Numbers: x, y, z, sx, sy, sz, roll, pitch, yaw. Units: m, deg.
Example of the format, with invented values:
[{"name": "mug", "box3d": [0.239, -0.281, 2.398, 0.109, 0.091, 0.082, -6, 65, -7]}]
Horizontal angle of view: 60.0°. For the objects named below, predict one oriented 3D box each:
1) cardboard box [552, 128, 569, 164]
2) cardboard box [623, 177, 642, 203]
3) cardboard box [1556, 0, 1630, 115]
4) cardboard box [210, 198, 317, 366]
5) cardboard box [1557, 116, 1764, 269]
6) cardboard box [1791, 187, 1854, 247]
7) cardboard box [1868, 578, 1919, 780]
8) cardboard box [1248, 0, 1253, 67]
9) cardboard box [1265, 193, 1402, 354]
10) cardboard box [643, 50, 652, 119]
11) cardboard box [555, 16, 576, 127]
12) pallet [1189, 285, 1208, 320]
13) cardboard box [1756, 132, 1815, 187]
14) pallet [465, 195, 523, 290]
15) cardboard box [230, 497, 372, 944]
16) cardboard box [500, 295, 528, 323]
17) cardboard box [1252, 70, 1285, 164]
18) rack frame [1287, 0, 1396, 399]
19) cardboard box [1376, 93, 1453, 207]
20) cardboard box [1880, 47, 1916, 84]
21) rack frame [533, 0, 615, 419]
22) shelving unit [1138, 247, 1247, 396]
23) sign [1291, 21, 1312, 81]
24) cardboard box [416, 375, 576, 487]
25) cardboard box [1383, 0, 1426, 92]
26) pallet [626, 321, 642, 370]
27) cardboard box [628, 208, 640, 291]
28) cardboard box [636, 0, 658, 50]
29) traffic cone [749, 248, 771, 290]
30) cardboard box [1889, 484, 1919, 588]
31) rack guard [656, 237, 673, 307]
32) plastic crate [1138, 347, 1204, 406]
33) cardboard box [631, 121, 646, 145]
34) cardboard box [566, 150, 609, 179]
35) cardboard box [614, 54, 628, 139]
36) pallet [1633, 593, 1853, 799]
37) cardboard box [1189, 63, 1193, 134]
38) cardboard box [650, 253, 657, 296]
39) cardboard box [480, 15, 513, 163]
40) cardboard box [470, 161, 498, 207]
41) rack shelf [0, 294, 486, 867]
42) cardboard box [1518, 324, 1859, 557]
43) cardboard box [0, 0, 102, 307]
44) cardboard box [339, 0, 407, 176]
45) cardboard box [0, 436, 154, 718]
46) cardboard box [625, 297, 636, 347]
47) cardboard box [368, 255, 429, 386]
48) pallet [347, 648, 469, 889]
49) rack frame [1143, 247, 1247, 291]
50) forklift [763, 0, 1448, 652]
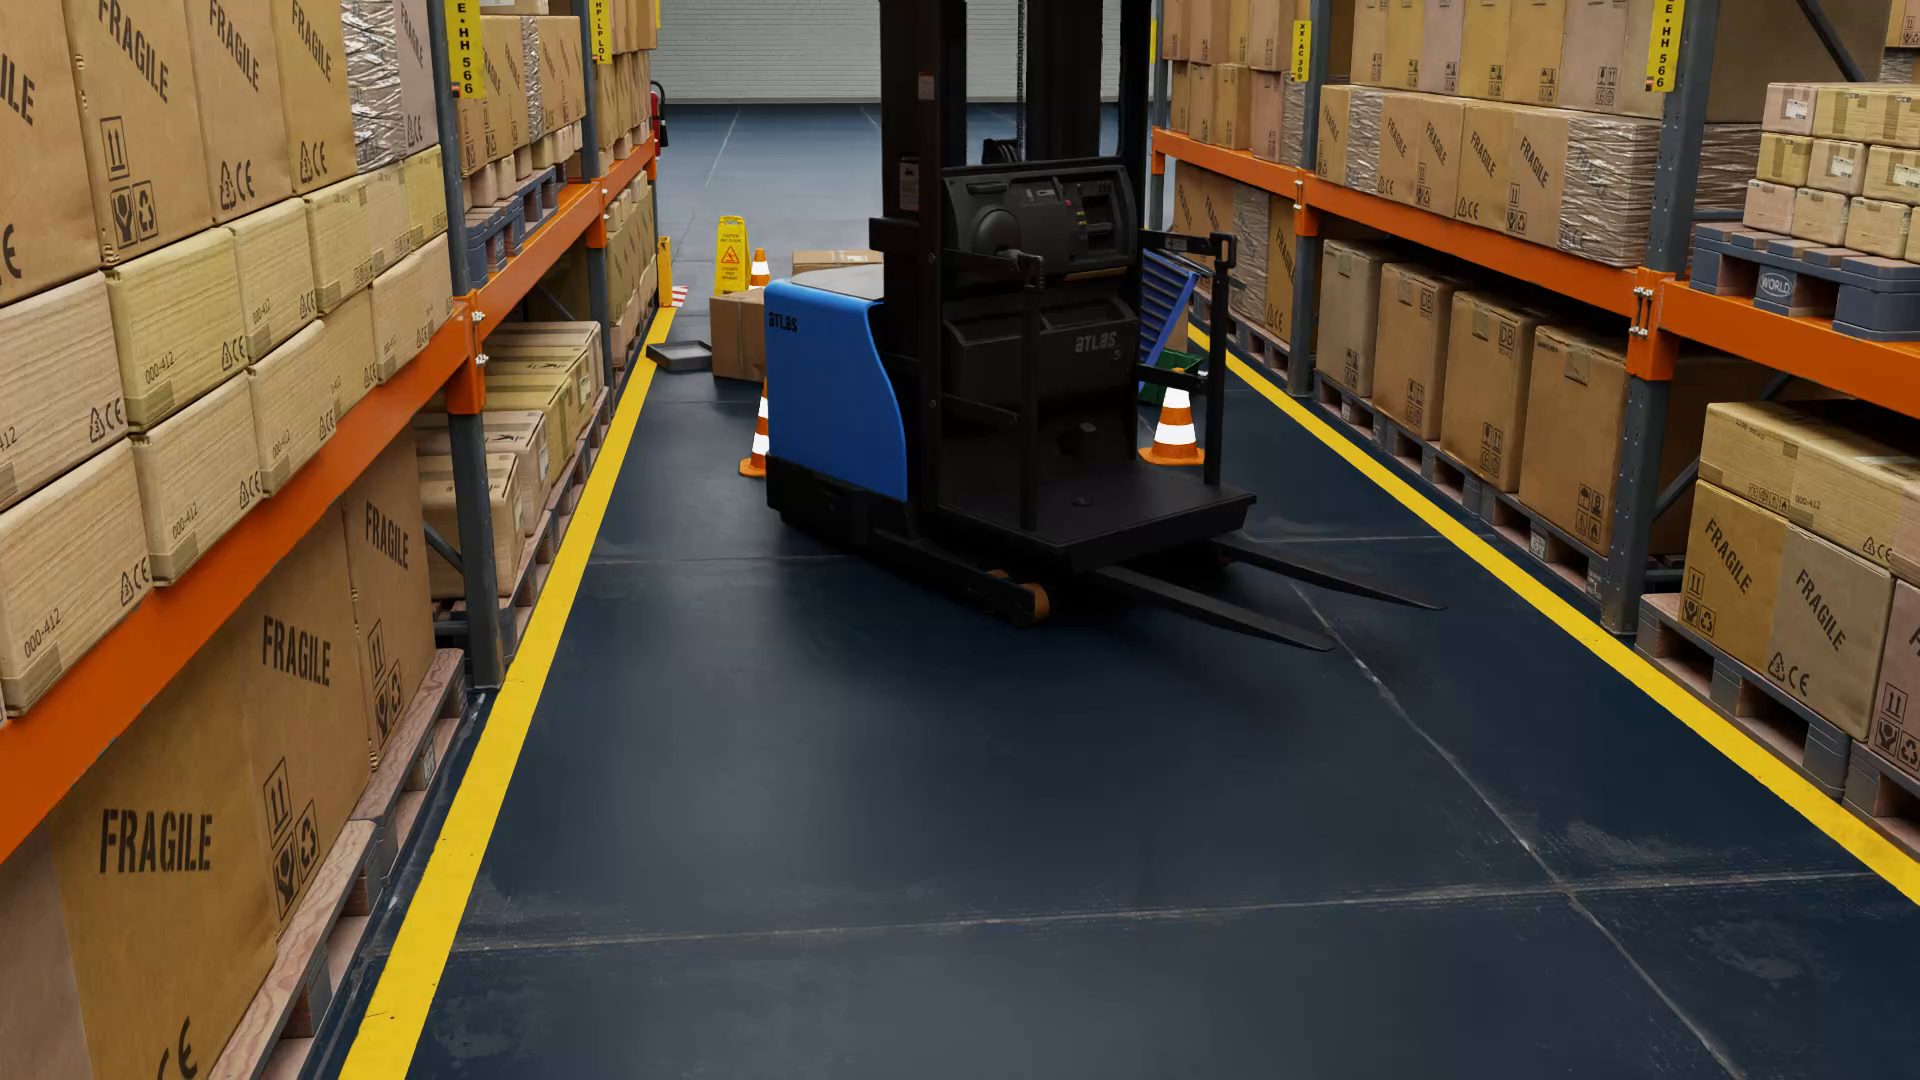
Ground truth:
[{"name": "cardboard box", "box3d": [-2.024, -1.823, 7.695, 0.380, 0.149, 0.250, -2, 18, -5]}, {"name": "cardboard box", "box3d": [-2.371, -2.374, 11.286, 0.380, 0.149, 0.250, -1, 17, -3]}, {"name": "cardboard box", "box3d": [2.782, -1.919, 6.445, 0.700, 0.500, 0.500, -2, 18, -6]}, {"name": "cardboard box", "box3d": [-1.555, -0.498, 3.170, 0.500, 0.250, 0.500, -2, 18, -7]}, {"name": "cardboard box", "box3d": [2.558, -1.283, 6.089, 0.500, 0.500, 0.500, -2, 18, -6]}, {"name": "cardboard box", "box3d": [2.745, -0.970, 4.978, 0.380, 0.149, 0.250, -1, 17, -3]}, {"name": "cardboard box", "box3d": [2.804, 0.404, 4.354, 0.500, 0.500, 0.500, -2, 18, -7]}, {"name": "cardboard box", "box3d": [2.364, -3.324, 10.704, 0.875, 0.550, 0.550, -2, 18, -6]}, {"name": "cardboard box", "box3d": [2.464, -1.677, 10.358, 0.875, 0.875, 0.875, -2, 17, -5]}, {"name": "cardboard box", "box3d": [-2.536, -3.346, 12.164, 0.500, 0.500, 0.500, -2, 18, -7]}, {"name": "cardboard box", "box3d": [-2.125, -2.230, 7.907, 0.500, 0.500, 0.500, -2, 18, -5]}, {"name": "pallet", "box3d": [2.207, -1.926, 12.961, 1.003, 0.211, 1.213, -2, 18, -6]}, {"name": "cardboard box", "box3d": [2.722, -1.182, 5.154, 0.380, 0.149, 0.250, -1, 17, -3]}, {"name": "pallet", "box3d": [-2.221, -1.044, 5.814, 1.213, 0.211, 1.003, -2, 18, -6]}, {"name": "cardboard box", "box3d": [-1.965, 0.361, 3.864, 0.875, 0.875, 0.875, -2, 17, -5]}, {"name": "cardboard box", "box3d": [-2.782, -1.532, 9.687, 0.500, 0.500, 0.500, -2, 18, -6]}, {"name": "cardboard box", "box3d": [2.330, -2.645, 10.345, 0.875, 0.550, 0.550, -2, 18, -6]}, {"name": "rack frame", "box3d": [2.459, -2.301, 9.499, 1.000, 3.000, 0.127, -2, 18, -6]}, {"name": "cardboard box", "box3d": [2.348, -1.884, 8.004, 0.500, 0.500, 0.500, -2, 18, -6]}, {"name": "cardboard box", "box3d": [7.200, -3.345, 12.161, 0.875, 0.500, 0.500, -2, 18, -6]}, {"name": "rack frame", "box3d": [-2.454, -2.118, 8.916, 1.000, 3.000, 0.127, -2, 18, -6]}, {"name": "shelving unit", "box3d": [0.742, -1.053, 8.552, 0.538, 1.048, 1.500, 23, 10, -19]}, {"name": "sign", "box3d": [1.908, -2.734, 9.301, 0.100, 0.325, 0.005, -2, 18, -6]}, {"name": "cardboard box", "box3d": [-2.246, -0.487, 7.407, 0.950, 0.372, 0.625, -1, 17, -4]}, {"name": "cardboard box", "box3d": [2.572, -2.525, 8.375, 0.700, 0.500, 0.500, -2, 18, -7]}, {"name": "pallet", "box3d": [-2.687, -1.351, 11.128, 1.003, 0.211, 1.213, -2, 18, -6]}, {"name": "cardboard box", "box3d": [-2.365, -1.862, 10.738, 0.500, 0.500, 0.500, -1, 17, -3]}, {"name": "cardboard box", "box3d": [-2.397, -3.531, 11.084, 0.700, 0.500, 0.500, -2, 18, -6]}, {"name": "traffic cone", "box3d": [-1.539, -2.011, 12.810, 0.336, 0.463, 0.334, -2, 18, -6]}, {"name": "cardboard box", "box3d": [2.793, 0.037, 4.271, 0.500, 0.250, 0.500, -2, 18, -5]}, {"name": "rack guard", "box3d": [-2.858, -2.094, 13.014, 1.175, 0.500, 0.348, -2, 18, -6]}, {"name": "plastic crate", "box3d": [1.138, -0.998, 9.947, 0.450, 0.188, 0.662, 18, 23, 19]}, {"name": "cardboard box", "box3d": [-2.417, -2.860, 11.699, 0.380, 0.149, 0.250, -1, 17, -5]}, {"name": "cardboard box", "box3d": [-2.167, -2.102, 9.284, 0.380, 0.149, 0.250, -2, 18, -6]}, {"name": "cardboard box", "box3d": [-2.336, -2.746, 10.253, 0.500, 0.500, 0.500, -2, 18, -6]}, {"name": "pallet", "box3d": [2.951, 0.454, 5.379, 1.003, 0.211, 1.213, -2, 18, -6]}, {"name": "cardboard box", "box3d": [2.209, -3.292, 12.405, 0.875, 0.550, 0.550, -2, 18, -6]}, {"name": "cardboard box", "box3d": [-2.513, -1.959, 12.297, 0.500, 0.250, 0.500, -2, 18, -6]}, {"name": "cardboard box", "box3d": [-1.918, -1.612, 5.941, 0.500, 0.500, 0.500, -1, 17, -3]}, {"name": "cardboard box", "box3d": [-1.868, -1.278, 5.957, 0.380, 0.149, 0.250, -3, 18, -9]}, {"name": "rack shelf", "box3d": [-1.835, 0.013, 3.329, 1.077, 0.370, 4.000, -2, 18, -6]}, {"name": "cardboard box", "box3d": [2.899, -0.420, 6.563, 1.050, 0.750, 0.750, -2, 18, -6]}, {"name": "cardboard box", "box3d": [-1.468, -0.550, 2.085, 0.500, 0.500, 0.500, -2, 18, -6]}, {"name": "cardboard box", "box3d": [-1.667, -1.152, 4.004, 0.500, 0.500, 0.500, -1, 17, -5]}, {"name": "cardboard box", "box3d": [-1.466, 0.044, 2.281, 0.500, 0.250, 0.500, -2, 18, -7]}, {"name": "cardboard box", "box3d": [-2.312, -1.349, 10.356, 0.500, 0.250, 0.500, -1, 17, -3]}, {"name": "cardboard box", "box3d": [-1.662, -0.560, 4.204, 0.500, 0.250, 0.500, -1, 17, -5]}, {"name": "pallet", "box3d": [-2.035, 0.641, 4.782, 1.003, 0.211, 1.213, -2, 18, -6]}, {"name": "rack frame", "box3d": [0.966, -1.501, 8.465, 0.500, 0.032, 1.500, 23, 10, -19]}, {"name": "forklift", "box3d": [0.460, -1.246, 6.252, 1.130, 2.935, 3.031, -14, 22, -37]}]
